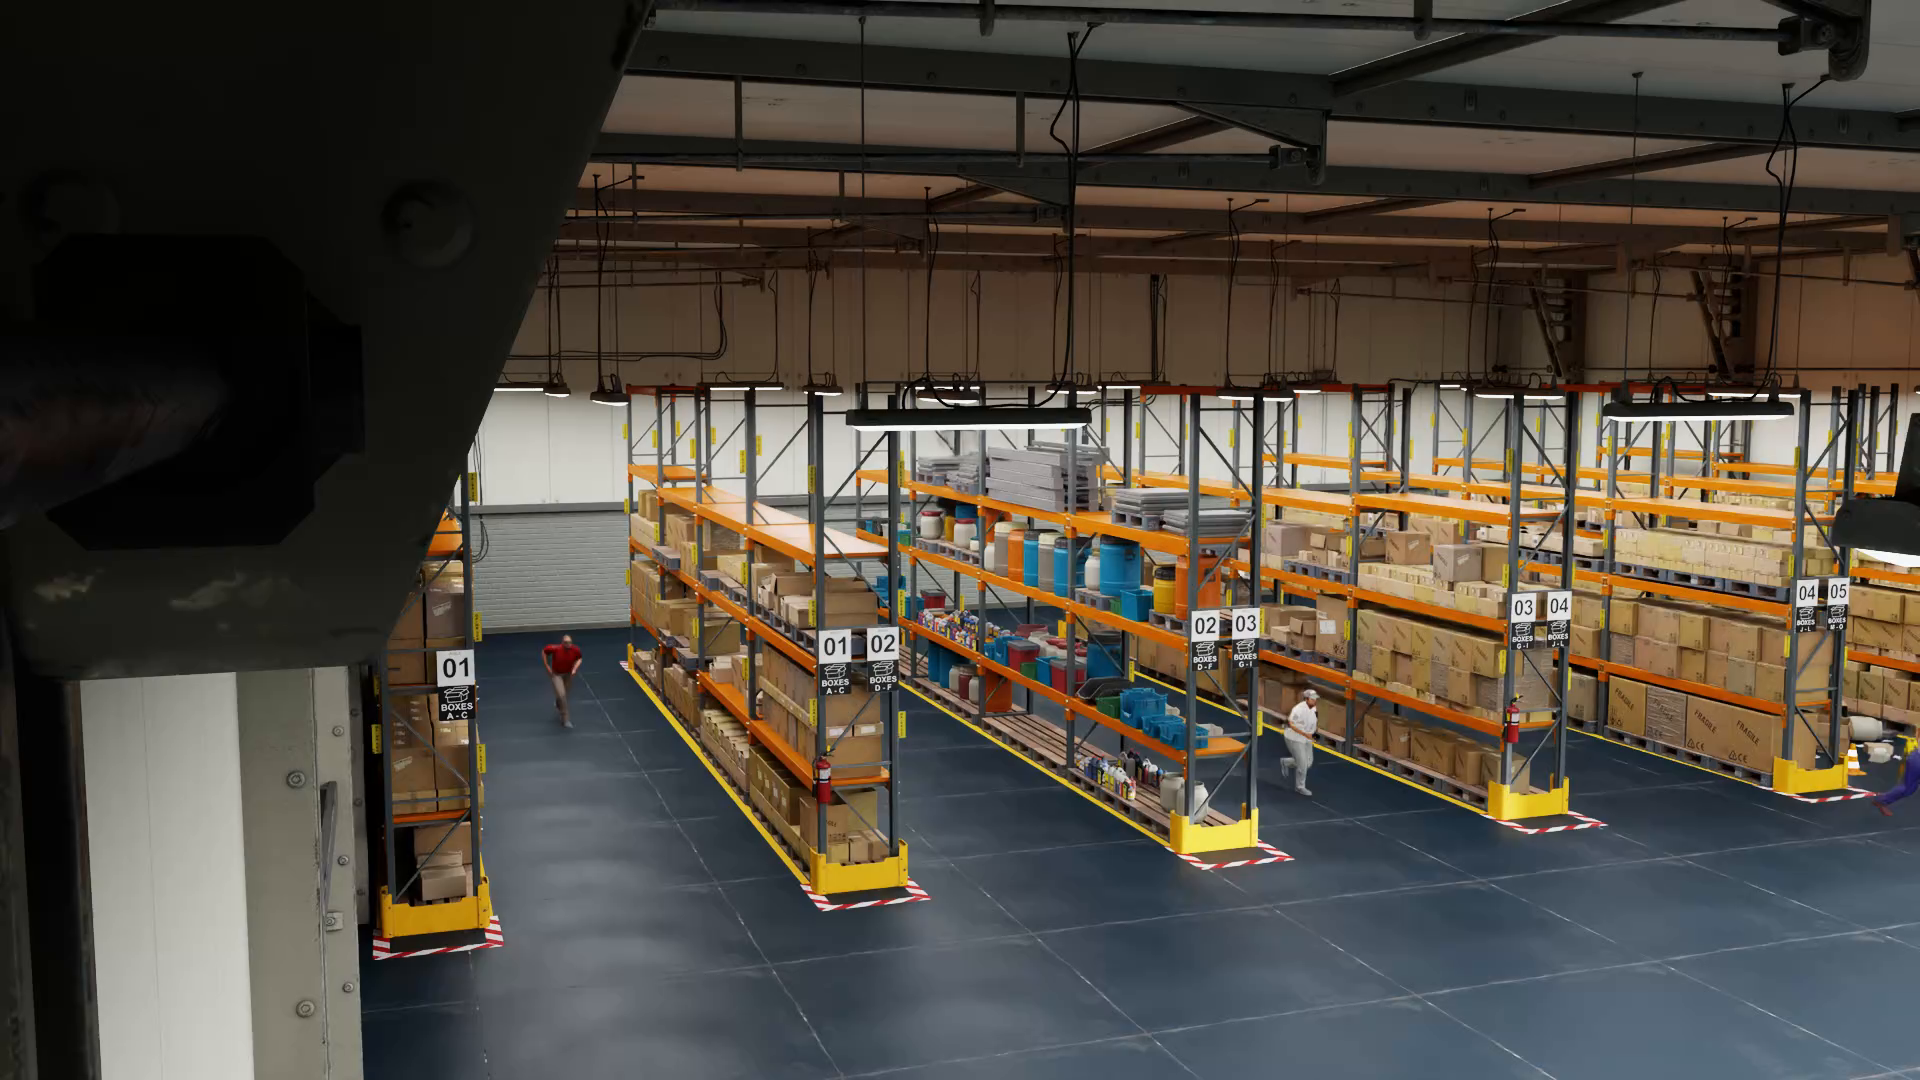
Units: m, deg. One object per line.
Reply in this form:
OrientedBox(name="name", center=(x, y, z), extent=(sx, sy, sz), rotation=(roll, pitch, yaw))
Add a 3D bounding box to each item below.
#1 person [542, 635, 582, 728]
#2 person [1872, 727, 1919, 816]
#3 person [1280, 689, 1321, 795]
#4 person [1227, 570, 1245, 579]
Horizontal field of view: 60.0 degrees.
OrientedBox(name="person", center=(-7.127, 2.478, 29.713), extent=(0.705, 1.696, 1.021), rotation=(-3, 7, -26))
OrientedBox(name="person", center=(13.337, 3.183, 23.205), extent=(0.934, 1.623, 0.644), rotation=(3, 6, 23))
OrientedBox(name="person", center=(5.057, 2.991, 24.825), extent=(0.572, 1.609, 0.759), rotation=(-4, 7, -36))
OrientedBox(name="person", center=(6.731, 1.286, 40.934), extent=(0.609, 1.651, 0.545), rotation=(4, 7, 33))
